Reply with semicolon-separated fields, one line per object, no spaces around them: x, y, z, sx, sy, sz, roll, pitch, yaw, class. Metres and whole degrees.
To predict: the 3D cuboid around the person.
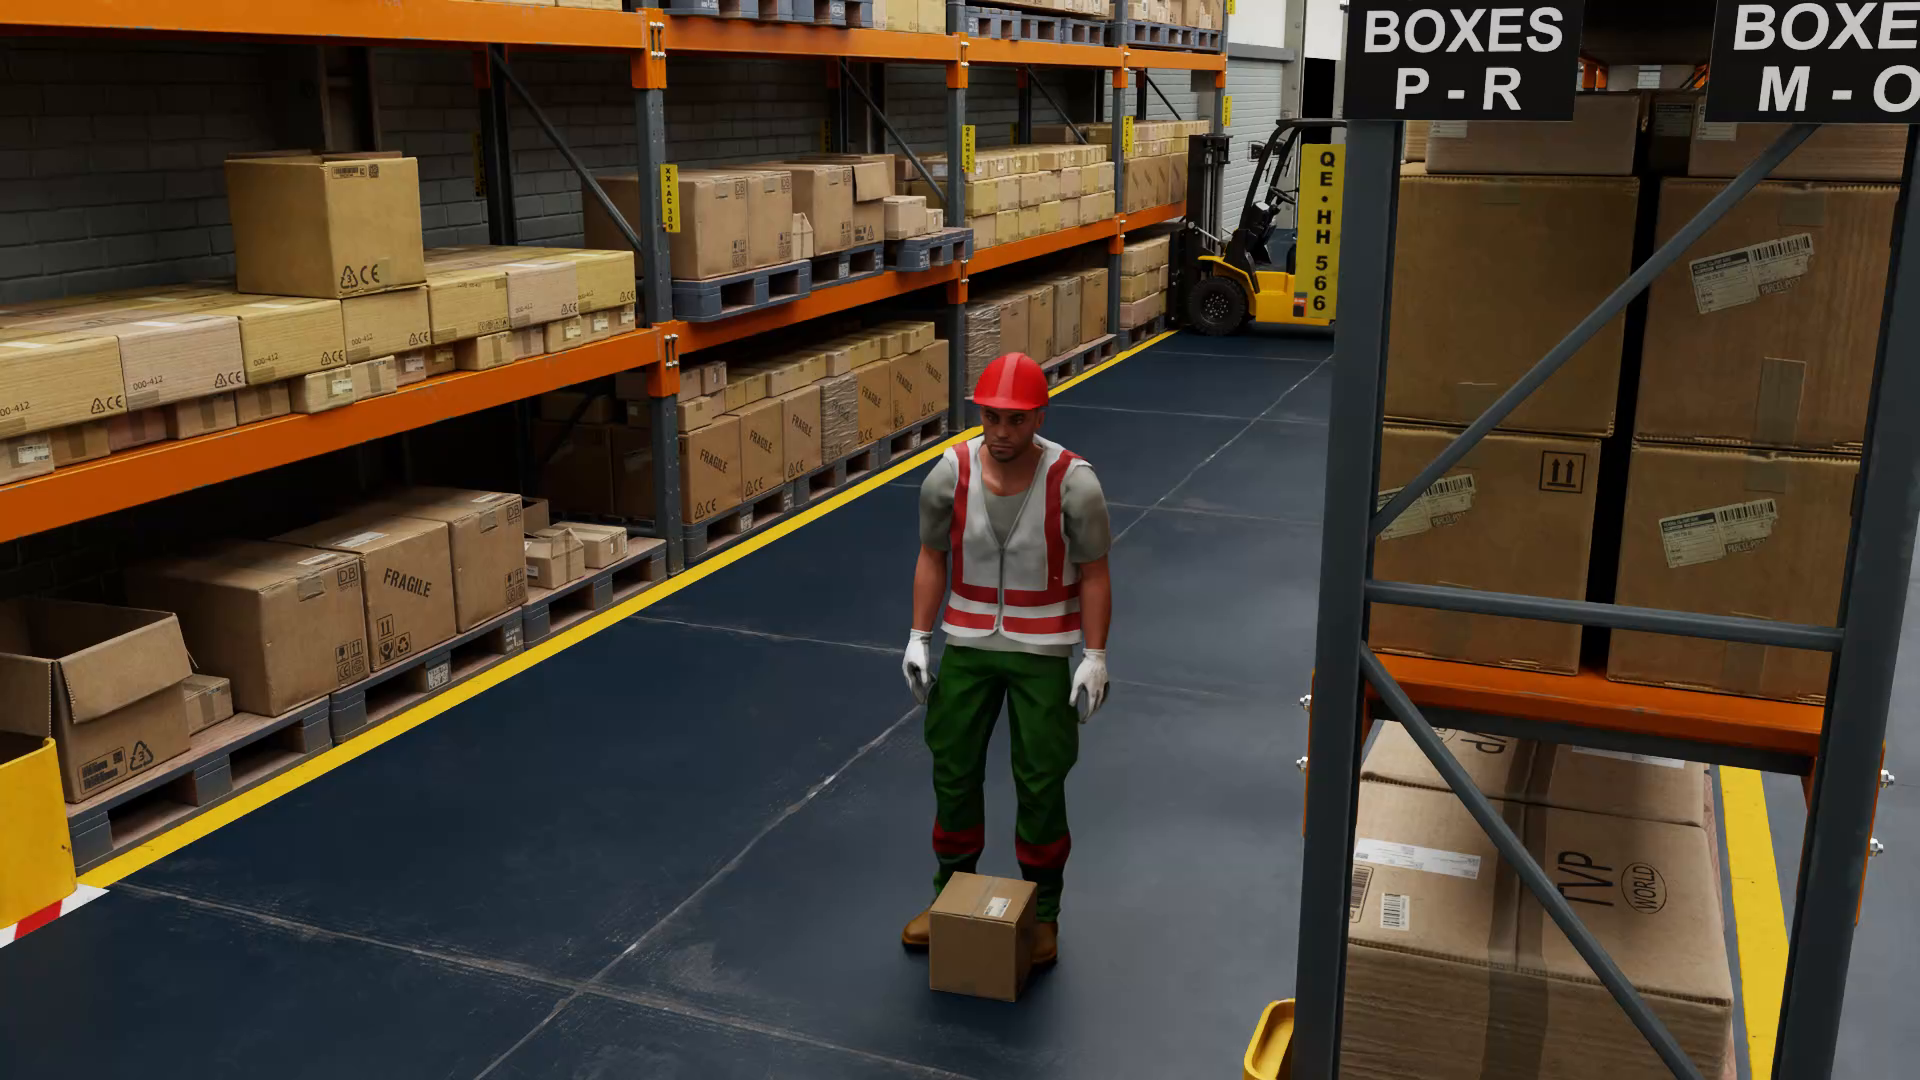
0.130;0.337;4.758;0.610;1.777;0.451;4;16;16;person
